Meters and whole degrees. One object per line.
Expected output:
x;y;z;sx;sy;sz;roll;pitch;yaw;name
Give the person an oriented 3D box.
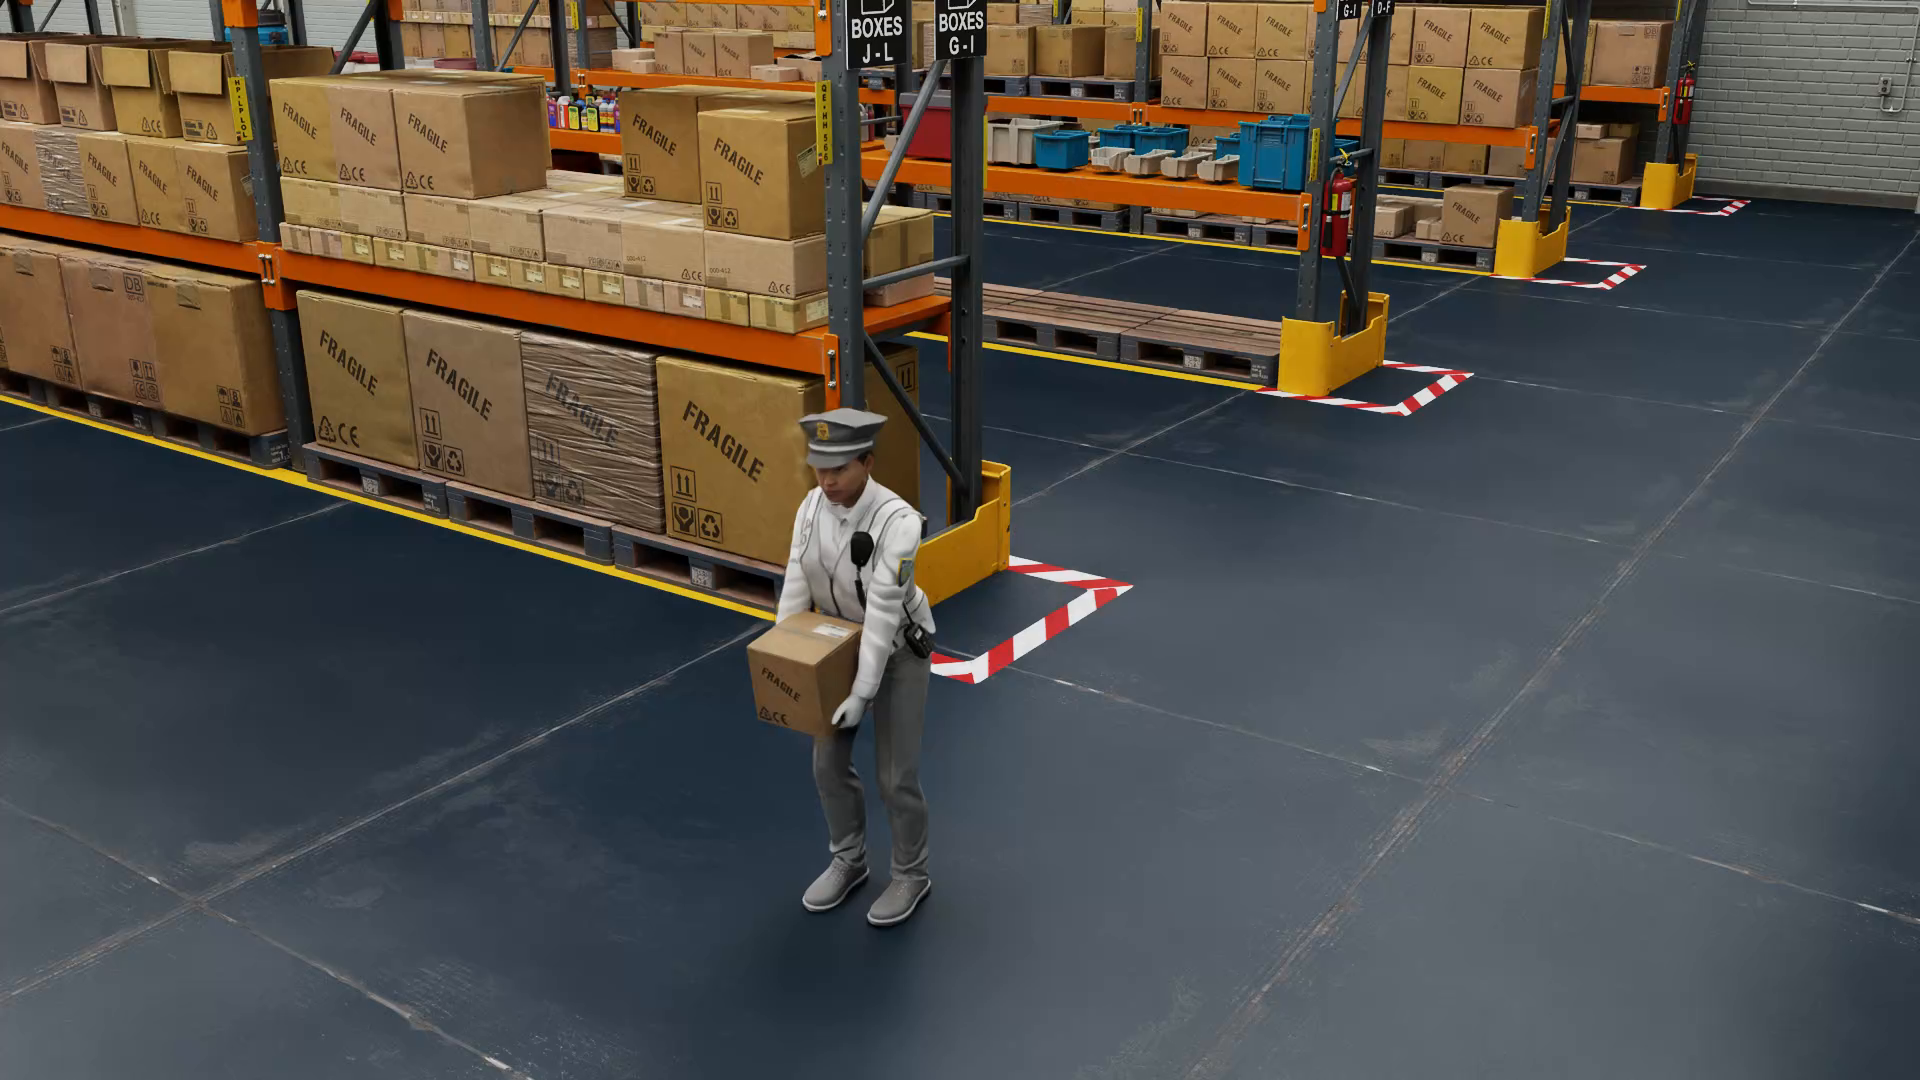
-0.314;0.395;5.020;0.414;1.648;0.550;13;23;31;person
